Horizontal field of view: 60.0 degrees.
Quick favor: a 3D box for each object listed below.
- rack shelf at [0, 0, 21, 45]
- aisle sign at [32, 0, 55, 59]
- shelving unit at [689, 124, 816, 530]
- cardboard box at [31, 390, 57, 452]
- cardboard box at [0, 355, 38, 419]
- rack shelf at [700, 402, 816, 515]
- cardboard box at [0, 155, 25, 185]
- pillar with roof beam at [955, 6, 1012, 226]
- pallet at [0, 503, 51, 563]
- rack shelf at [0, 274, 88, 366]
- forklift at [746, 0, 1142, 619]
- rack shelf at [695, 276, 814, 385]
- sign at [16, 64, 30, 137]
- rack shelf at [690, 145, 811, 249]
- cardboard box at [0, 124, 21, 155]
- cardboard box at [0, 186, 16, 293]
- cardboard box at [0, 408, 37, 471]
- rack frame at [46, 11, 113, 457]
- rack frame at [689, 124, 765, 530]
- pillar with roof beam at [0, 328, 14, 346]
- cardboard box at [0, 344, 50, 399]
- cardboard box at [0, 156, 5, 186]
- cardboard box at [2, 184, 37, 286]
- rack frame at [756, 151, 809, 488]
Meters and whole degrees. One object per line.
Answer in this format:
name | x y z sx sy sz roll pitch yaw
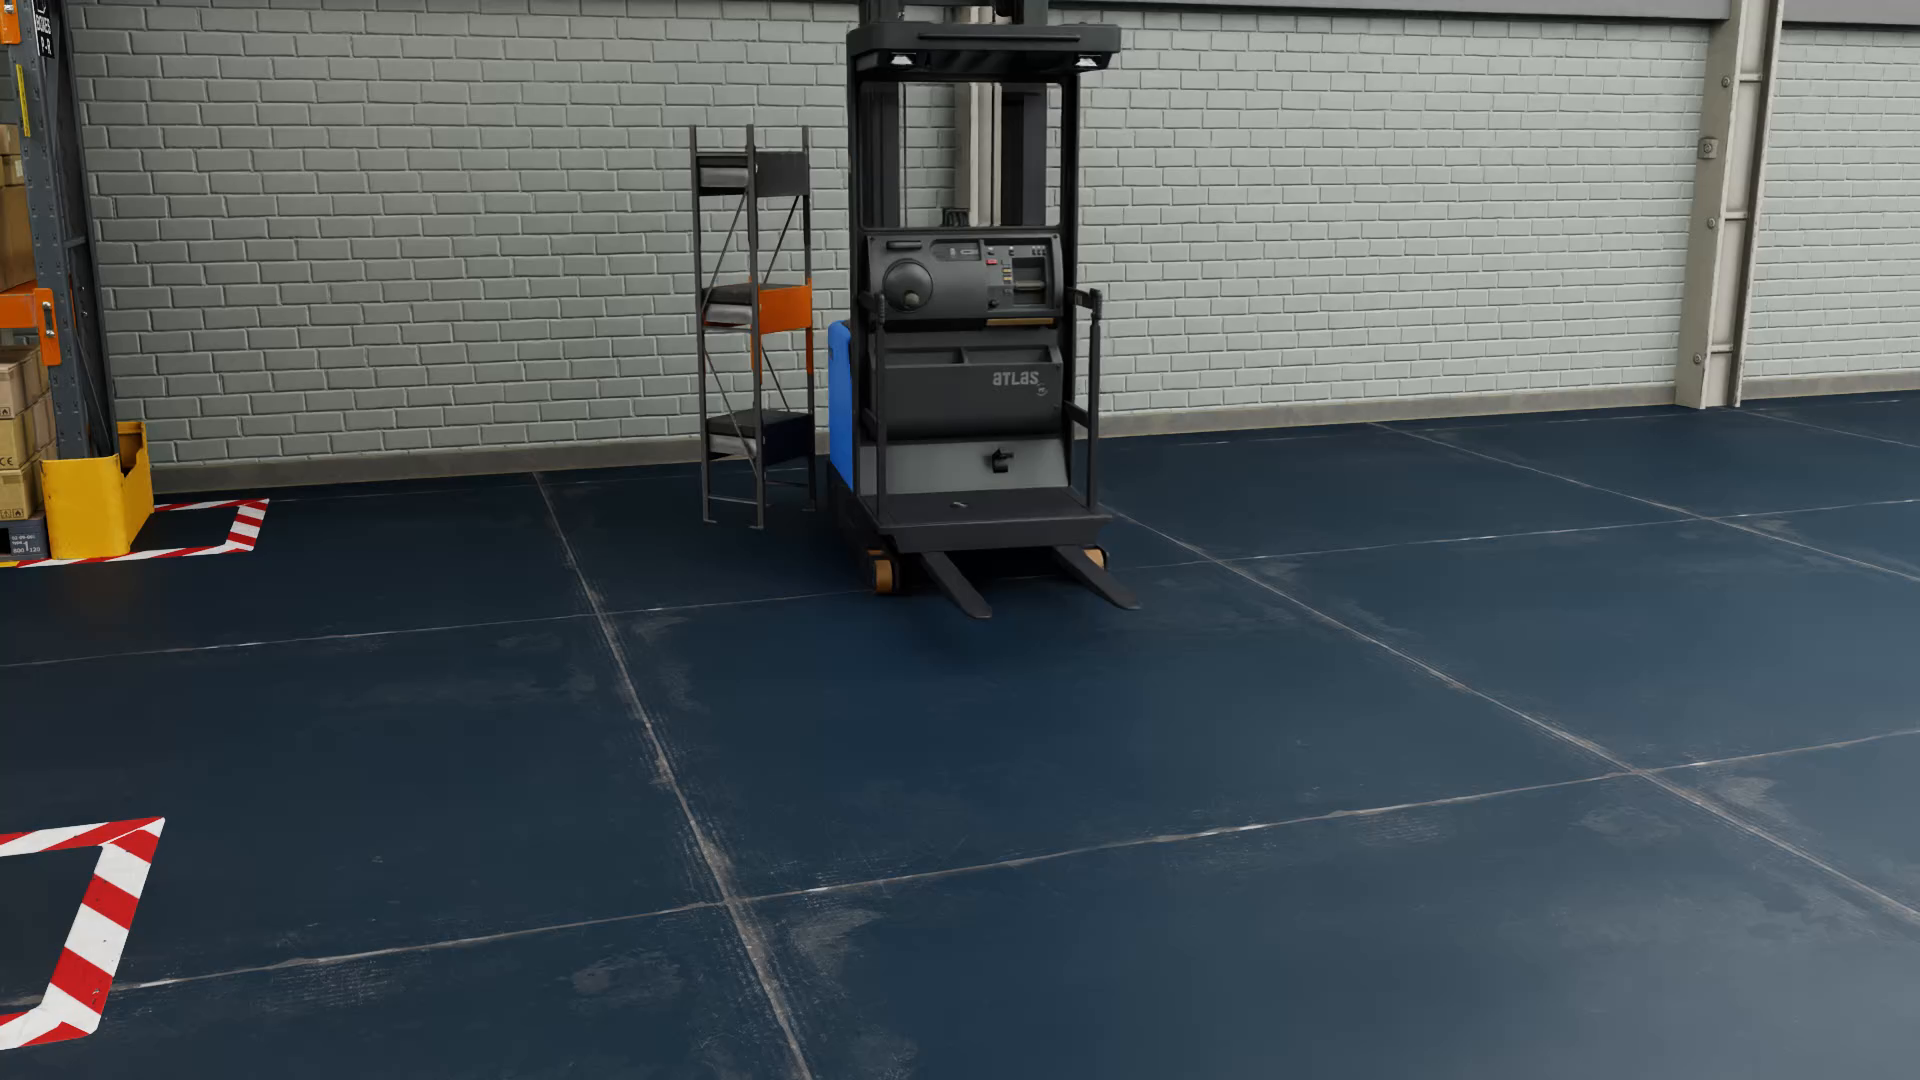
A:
rack shelf | -6.434 -2.455 7.556 4.000 0.370 1.077 -4 14 -18
aisle sign | -4.382 -2.699 7.889 0.004 0.787 0.394 -4 14 -18
shelving unit | -1.100 -1.148 8.931 0.431 2.100 0.499 7 15 29
cardboard box | -5.050 -0.614 8.698 0.500 0.250 0.500 -4 14 -17
cardboard box | -4.875 -0.744 8.164 0.500 0.250 0.500 -4 14 -16
rack shelf | -1.099 -0.454 9.098 0.431 0.518 0.480 7 15 29
cardboard box | -4.942 -1.890 8.488 0.250 0.149 0.380 -5 14 -20
pillar with roof beam | 1.574 -4.057 6.254 0.400 9.000 9.100 -4 14 -18
pallet | -5.249 -0.072 8.487 1.213 0.211 1.003 -4 14 -18
rack shelf | -6.434 -0.996 7.903 4.000 0.370 1.077 -4 14 -18
forklift | -0.110 -1.289 7.726 1.453 2.935 3.284 -3 14 -12
rack shelf | -1.099 -1.135 8.936 0.431 0.518 0.480 7 15 29
sign | -4.378 -2.052 7.775 0.005 0.325 0.100 -4 14 -18
rack shelf | -1.099 -1.816 8.774 0.431 0.518 0.480 7 15 29
cardboard box | -4.924 -2.025 8.412 0.250 0.149 0.380 -5 14 -19
cardboard box | -4.921 -1.448 8.034 0.500 0.500 0.500 -5 14 -19
cardboard box | -4.900 -0.499 8.213 0.500 0.250 0.500 -5 14 -19
rack frame | -4.537 -1.493 8.438 0.053 2.616 0.949 -4 14 -18
rack frame | -1.219 -1.099 8.726 0.400 2.100 0.015 7 15 29
pillar with roof beam | -4.112 -3.614 4.392 0.400 9.000 9.100 -4 14 -18
cardboard box | -5.054 -0.853 8.620 0.500 0.250 0.500 -5 14 -19
cardboard box | -4.777 -1.771 7.988 0.250 0.149 0.380 -4 14 -17
cardboard box | -5.096 -1.567 8.531 0.500 0.500 0.500 -4 14 -16
rack frame | -0.980 -1.198 9.140 0.380 1.831 0.006 7 15 29
